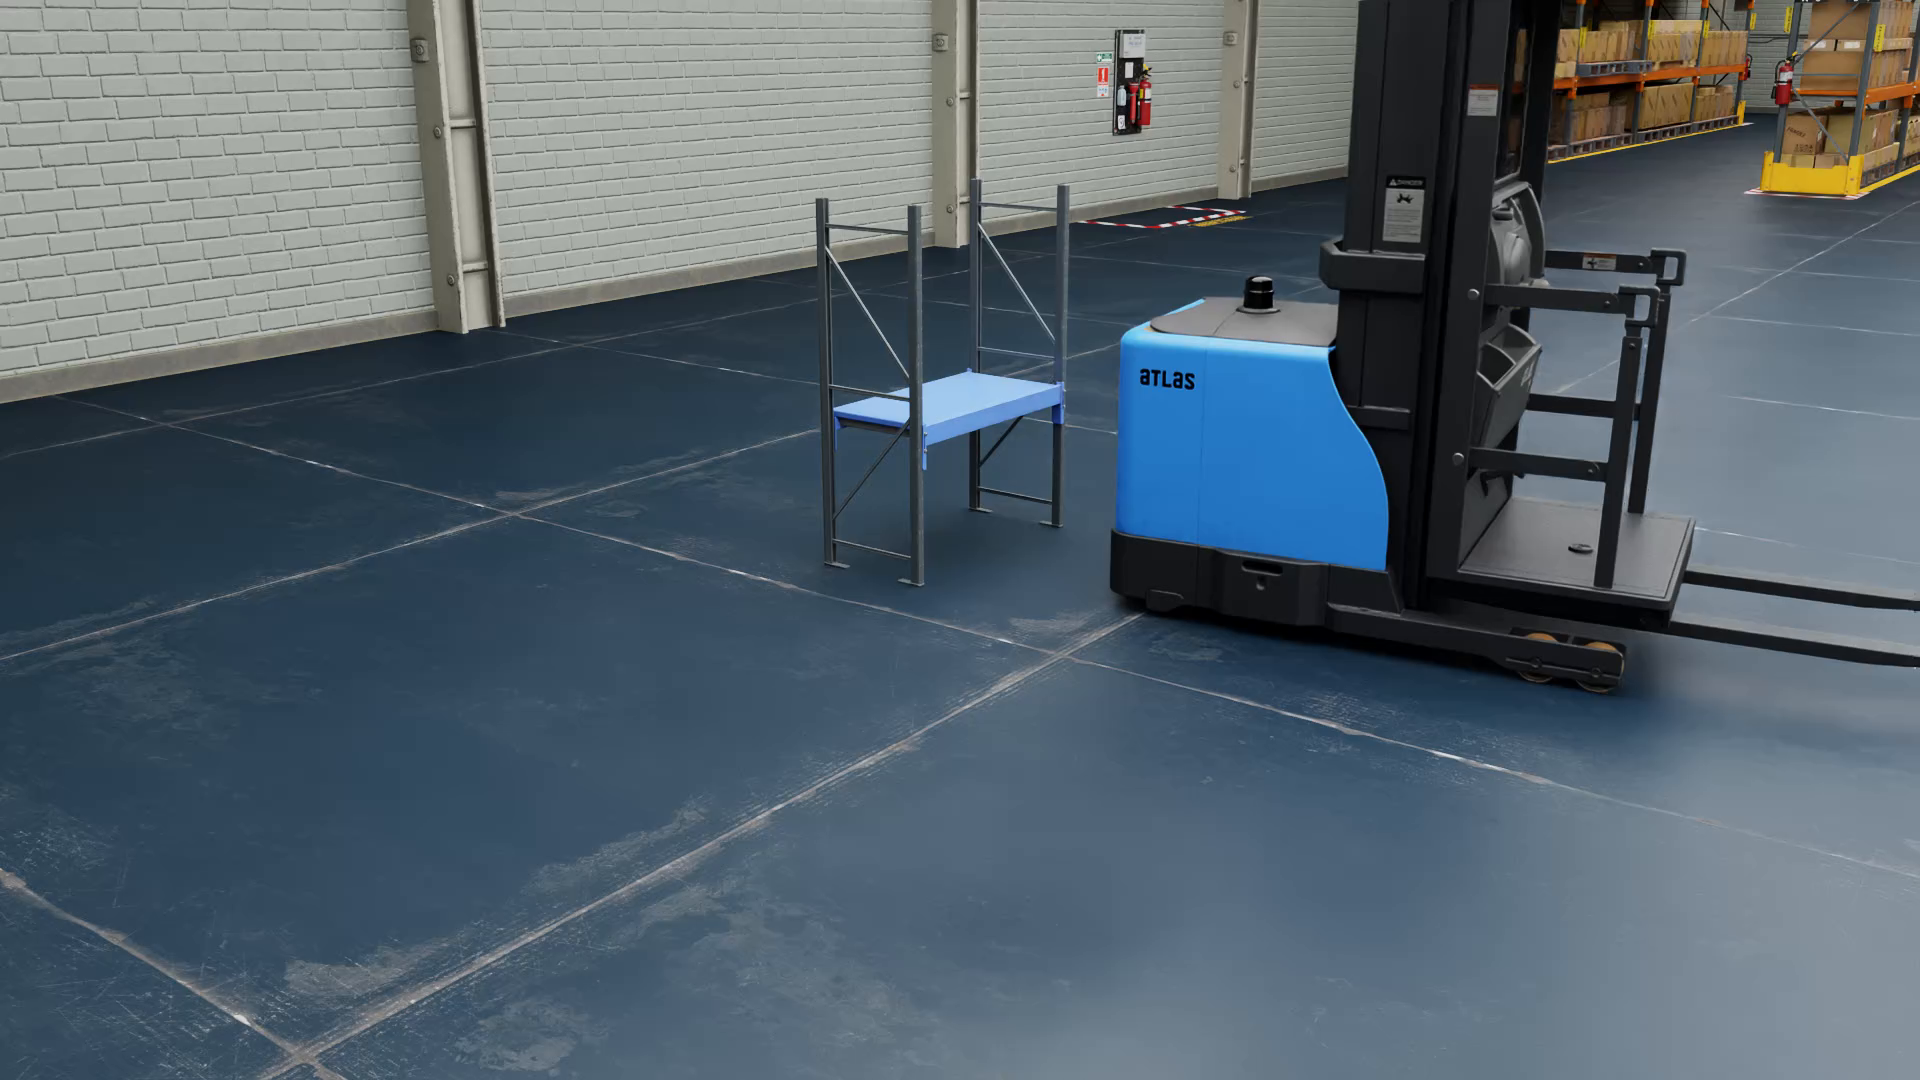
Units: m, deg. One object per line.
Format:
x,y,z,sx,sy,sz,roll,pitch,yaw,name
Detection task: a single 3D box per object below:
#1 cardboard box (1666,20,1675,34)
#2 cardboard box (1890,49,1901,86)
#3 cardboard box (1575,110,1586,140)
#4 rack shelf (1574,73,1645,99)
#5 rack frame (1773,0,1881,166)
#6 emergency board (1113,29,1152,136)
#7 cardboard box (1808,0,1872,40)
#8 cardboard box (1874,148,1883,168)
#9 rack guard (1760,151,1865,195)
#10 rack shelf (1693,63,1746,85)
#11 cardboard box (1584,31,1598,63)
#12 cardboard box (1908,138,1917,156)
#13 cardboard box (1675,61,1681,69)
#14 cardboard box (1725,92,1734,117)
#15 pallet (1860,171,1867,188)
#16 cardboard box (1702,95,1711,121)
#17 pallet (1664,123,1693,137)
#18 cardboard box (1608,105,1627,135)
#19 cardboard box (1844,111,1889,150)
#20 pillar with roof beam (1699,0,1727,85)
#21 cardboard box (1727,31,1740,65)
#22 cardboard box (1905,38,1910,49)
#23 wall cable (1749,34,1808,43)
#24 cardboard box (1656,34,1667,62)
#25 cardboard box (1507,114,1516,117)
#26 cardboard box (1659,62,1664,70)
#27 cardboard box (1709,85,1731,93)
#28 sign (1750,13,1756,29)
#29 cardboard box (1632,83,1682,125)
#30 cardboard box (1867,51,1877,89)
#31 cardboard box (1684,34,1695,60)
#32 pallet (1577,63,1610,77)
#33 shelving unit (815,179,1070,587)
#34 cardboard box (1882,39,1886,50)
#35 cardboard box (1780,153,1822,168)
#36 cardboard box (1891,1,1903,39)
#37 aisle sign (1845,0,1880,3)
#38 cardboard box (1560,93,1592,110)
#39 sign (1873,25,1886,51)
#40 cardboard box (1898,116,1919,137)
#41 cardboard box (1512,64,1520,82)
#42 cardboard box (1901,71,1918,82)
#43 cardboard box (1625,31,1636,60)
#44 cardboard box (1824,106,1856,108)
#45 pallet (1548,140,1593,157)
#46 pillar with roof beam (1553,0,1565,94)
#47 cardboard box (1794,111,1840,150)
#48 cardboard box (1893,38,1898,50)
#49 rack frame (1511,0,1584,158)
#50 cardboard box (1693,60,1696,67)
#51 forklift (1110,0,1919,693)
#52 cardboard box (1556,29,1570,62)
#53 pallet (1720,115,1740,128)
13.245,-9.745,31.600,0.500,0.250,0.500,13,21,35,cardboard box
13.182,-6.864,24.122,0.700,0.500,0.500,12,21,34,cardboard box
10.463,-7.251,29.010,0.700,0.500,0.500,12,21,34,cardboard box
10.962,-8.058,29.346,1.077,0.370,4.000,12,21,35,rack shelf
11.367,-6.098,21.821,1.000,3.000,0.127,12,21,35,rack frame
2.031,-5.281,19.191,0.194,1.169,0.643,12,21,35,emergency board
11.687,-6.886,22.006,0.700,0.500,0.500,13,21,35,cardboard box
12.761,-5.430,23.601,0.500,0.250,0.500,12,21,35,cardboard box
11.353,-4.898,22.174,1.175,0.500,0.348,12,21,35,rack guard
15.728,-9.963,35.482,1.077,0.370,4.000,12,21,35,rack shelf
10.439,-8.430,28.421,0.700,0.500,0.500,15,23,40,cardboard box
14.496,-6.112,25.794,0.500,0.250,0.500,13,22,36,cardboard box
13.932,-9.351,32.689,0.380,0.149,0.250,12,21,35,cardboard box
16.583,-9.605,36.624,0.700,0.500,0.500,12,21,35,cardboard box
11.789,-4.956,22.845,1.003,0.211,1.213,12,21,35,pallet
15.367,-9.116,35.048,0.700,0.500,0.500,12,21,34,cardboard box
14.138,-8.301,33.620,1.003,0.211,1.213,12,21,35,pallet
11.766,-7.713,30.497,0.700,0.500,0.500,13,21,35,cardboard box
12.761,-5.788,23.489,0.500,0.500,0.500,12,21,35,cardboard box
21.292,-13.683,36.133,9.100,9.000,0.400,12,21,35,pillar with roof beam
16.200,-10.628,35.903,0.980,0.700,0.700,12,21,34,cardboard box
13.612,-7.247,24.259,0.380,0.149,0.250,12,21,34,cardboard box
20.577,-13.449,40.614,3.097,2.526,0.112,12,21,35,wall cable
12.968,-9.270,31.334,0.500,0.500,0.500,13,22,36,cardboard box
9.184,-6.687,27.192,0.500,0.500,0.500,11,20,31,cardboard box
13.280,-9.116,31.931,0.380,0.149,0.250,13,21,36,cardboard box
16.501,-9.791,36.129,0.380,0.149,0.250,13,22,36,cardboard box
17.348,-11.350,36.383,0.100,0.325,0.005,12,21,35,sign
13.727,-8.614,32.842,0.750,0.750,0.750,13,22,36,cardboard box
11.965,-6.380,22.563,0.700,0.500,0.500,13,22,36,cardboard box
14.168,-9.752,32.885,0.500,0.500,0.500,13,21,35,cardboard box
10.342,-7.990,28.237,1.003,0.211,1.213,12,21,35,pallet
-0.051,-0.696,6.956,0.538,1.500,1.048,12,21,35,shelving unit
12.388,-6.757,22.681,0.380,0.149,0.250,12,21,33,cardboard box
11.450,-5.165,22.746,0.500,0.250,0.500,12,21,35,cardboard box
12.892,-7.371,23.566,0.700,0.500,0.500,12,21,35,cardboard box
11.574,-7.269,21.211,0.394,0.787,0.004,12,21,35,aisle sign
10.762,-7.708,29.214,0.500,0.250,0.500,12,21,33,cardboard box
11.809,-6.449,21.361,0.100,0.325,0.005,12,21,35,sign
14.807,-6.502,26.105,0.500,0.311,0.500,12,21,33,cardboard box
8.230,-7.096,25.257,0.500,0.250,0.500,12,21,33,cardboard box
14.443,-7.105,25.490,0.380,0.149,0.250,12,21,35,cardboard box
11.881,-9.022,30.327,0.700,0.500,0.500,10,20,28,cardboard box
13.223,-6.241,24.946,0.500,0.500,0.500,12,21,35,cardboard box
10.233,-6.779,28.717,1.003,0.211,1.213,12,21,35,pallet
14.142,-10.825,26.929,9.100,9.000,0.400,12,21,35,pillar with roof beam
12.032,-5.764,23.412,0.500,0.500,0.500,12,21,35,cardboard box
13.003,-7.003,23.475,0.380,0.149,0.250,13,22,36,cardboard box
9.770,-7.925,27.705,1.000,3.000,0.127,12,21,35,rack frame
14.563,-9.589,33.455,0.380,0.149,0.250,13,21,35,cardboard box
2.127,-1.066,5.736,3.031,2.935,1.130,9,19,26,forklift
9.444,-7.934,26.689,0.500,0.500,0.500,12,21,34,cardboard box
16.507,-9.247,36.665,1.003,0.211,1.213,12,21,35,pallet
